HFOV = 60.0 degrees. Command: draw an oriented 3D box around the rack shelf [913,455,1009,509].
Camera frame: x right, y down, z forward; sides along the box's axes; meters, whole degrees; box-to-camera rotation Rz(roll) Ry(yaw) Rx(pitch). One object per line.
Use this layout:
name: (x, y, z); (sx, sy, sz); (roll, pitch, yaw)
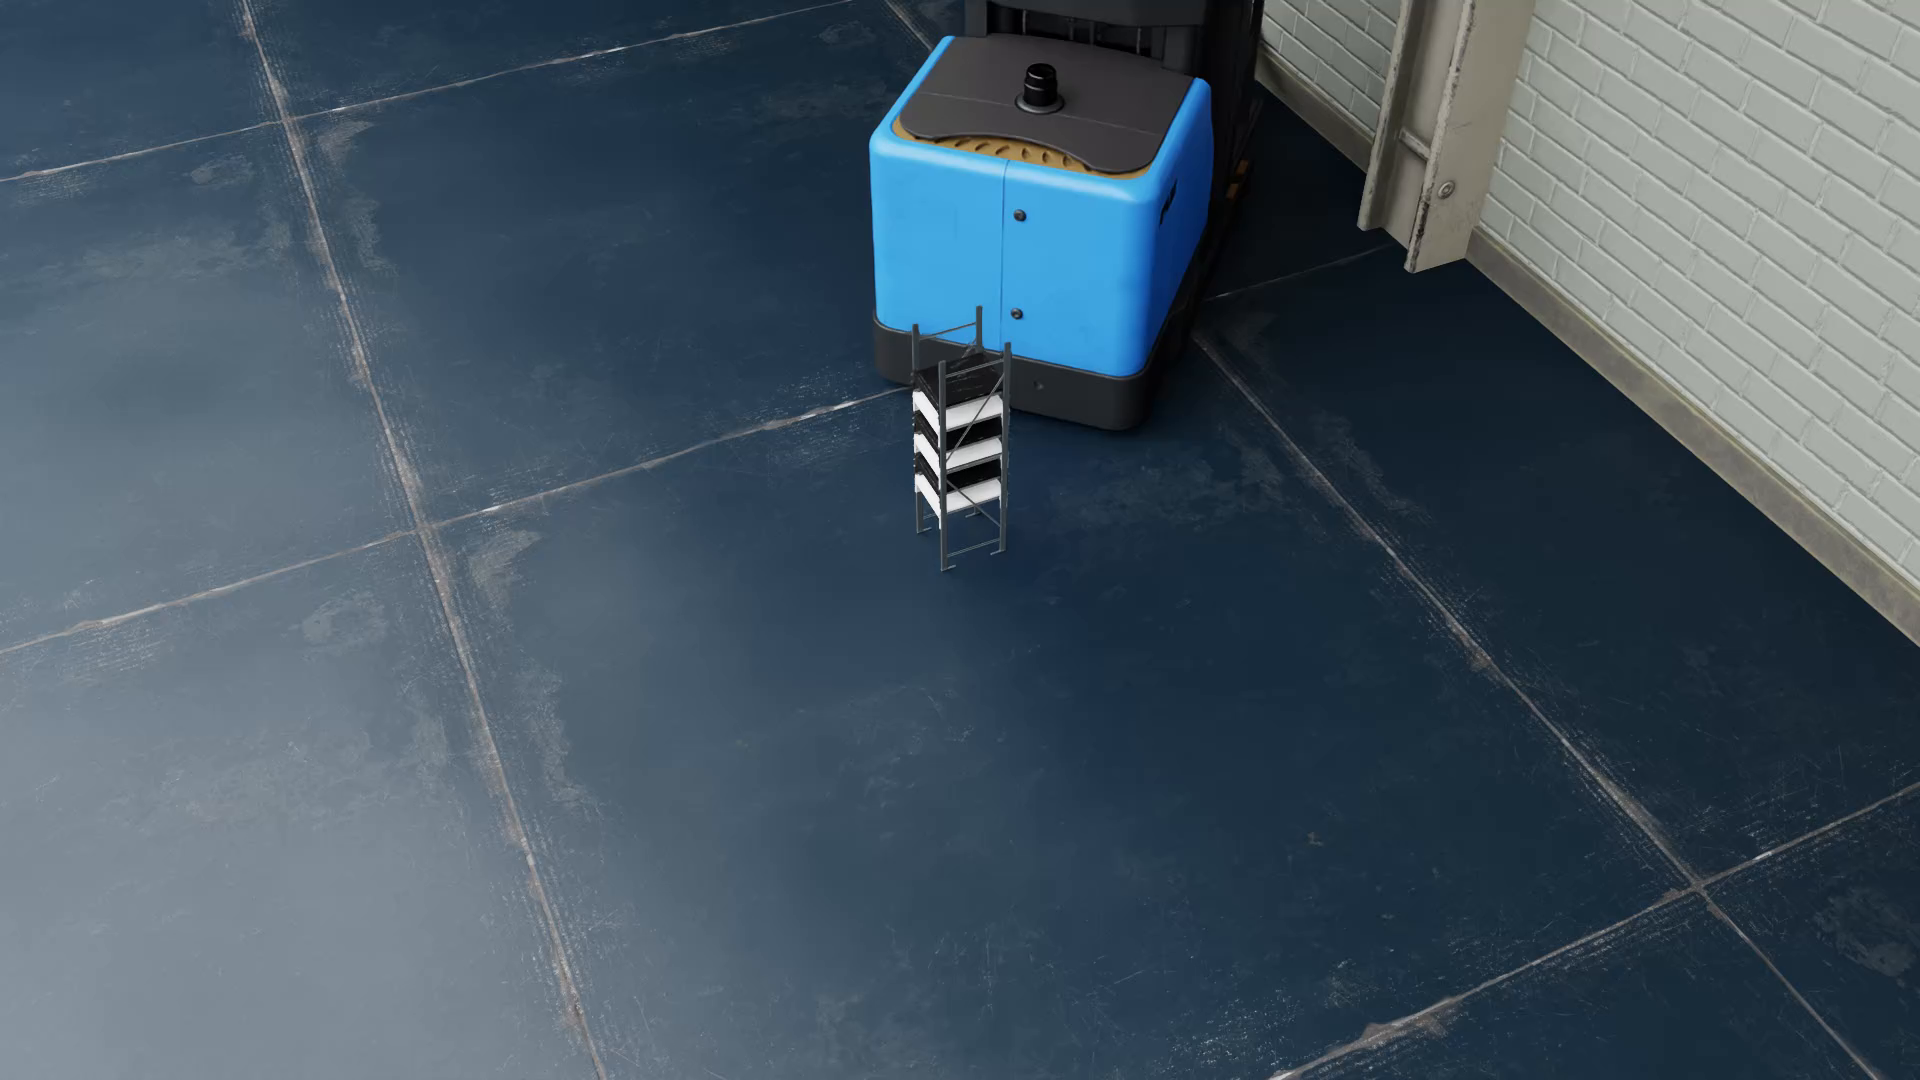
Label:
rack shelf: (0.003, -0.227, 5.515); (0.258, 0.077, 0.200); (-18, 47, -17)

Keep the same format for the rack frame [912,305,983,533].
rack frame: (-0.039, -0.380, 5.494); (0.240, 0.900, 0.006); (-18, 47, -17)

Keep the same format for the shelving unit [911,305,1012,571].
shelving unit: (0.003, -0.315, 5.429); (0.258, 0.900, 0.210); (-18, 47, -17)

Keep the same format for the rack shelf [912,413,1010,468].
rack shelf: (0.003, -0.355, 5.389); (0.258, 0.077, 0.200); (-18, 47, -17)

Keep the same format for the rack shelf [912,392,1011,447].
rack shelf: (0.003, -0.420, 5.326); (0.258, 0.077, 0.200); (-18, 47, -17)

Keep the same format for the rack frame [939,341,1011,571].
rack frame: (0.046, -0.250, 5.363); (0.240, 0.900, 0.006); (-18, 47, -17)

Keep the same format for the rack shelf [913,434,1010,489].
rack shelf: (0.003, -0.291, 5.452); (0.258, 0.077, 0.200); (-18, 47, -17)

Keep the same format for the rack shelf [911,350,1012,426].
rack shelf: (0.003, -0.484, 5.262); (0.258, 0.077, 0.200); (-18, 47, -17)

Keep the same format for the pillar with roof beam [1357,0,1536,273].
pillar with roof beam: (-1.988, -3.203, 2.589); (9.100, 9.000, 0.400); (-18, 47, -17)

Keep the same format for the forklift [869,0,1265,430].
forklift: (0.644, -2.495, 6.191); (1.130, 2.935, 3.031); (14, 46, 14)

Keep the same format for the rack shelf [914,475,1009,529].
rack shelf: (0.003, -0.163, 5.579); (0.258, 0.077, 0.200); (-18, 47, -17)
